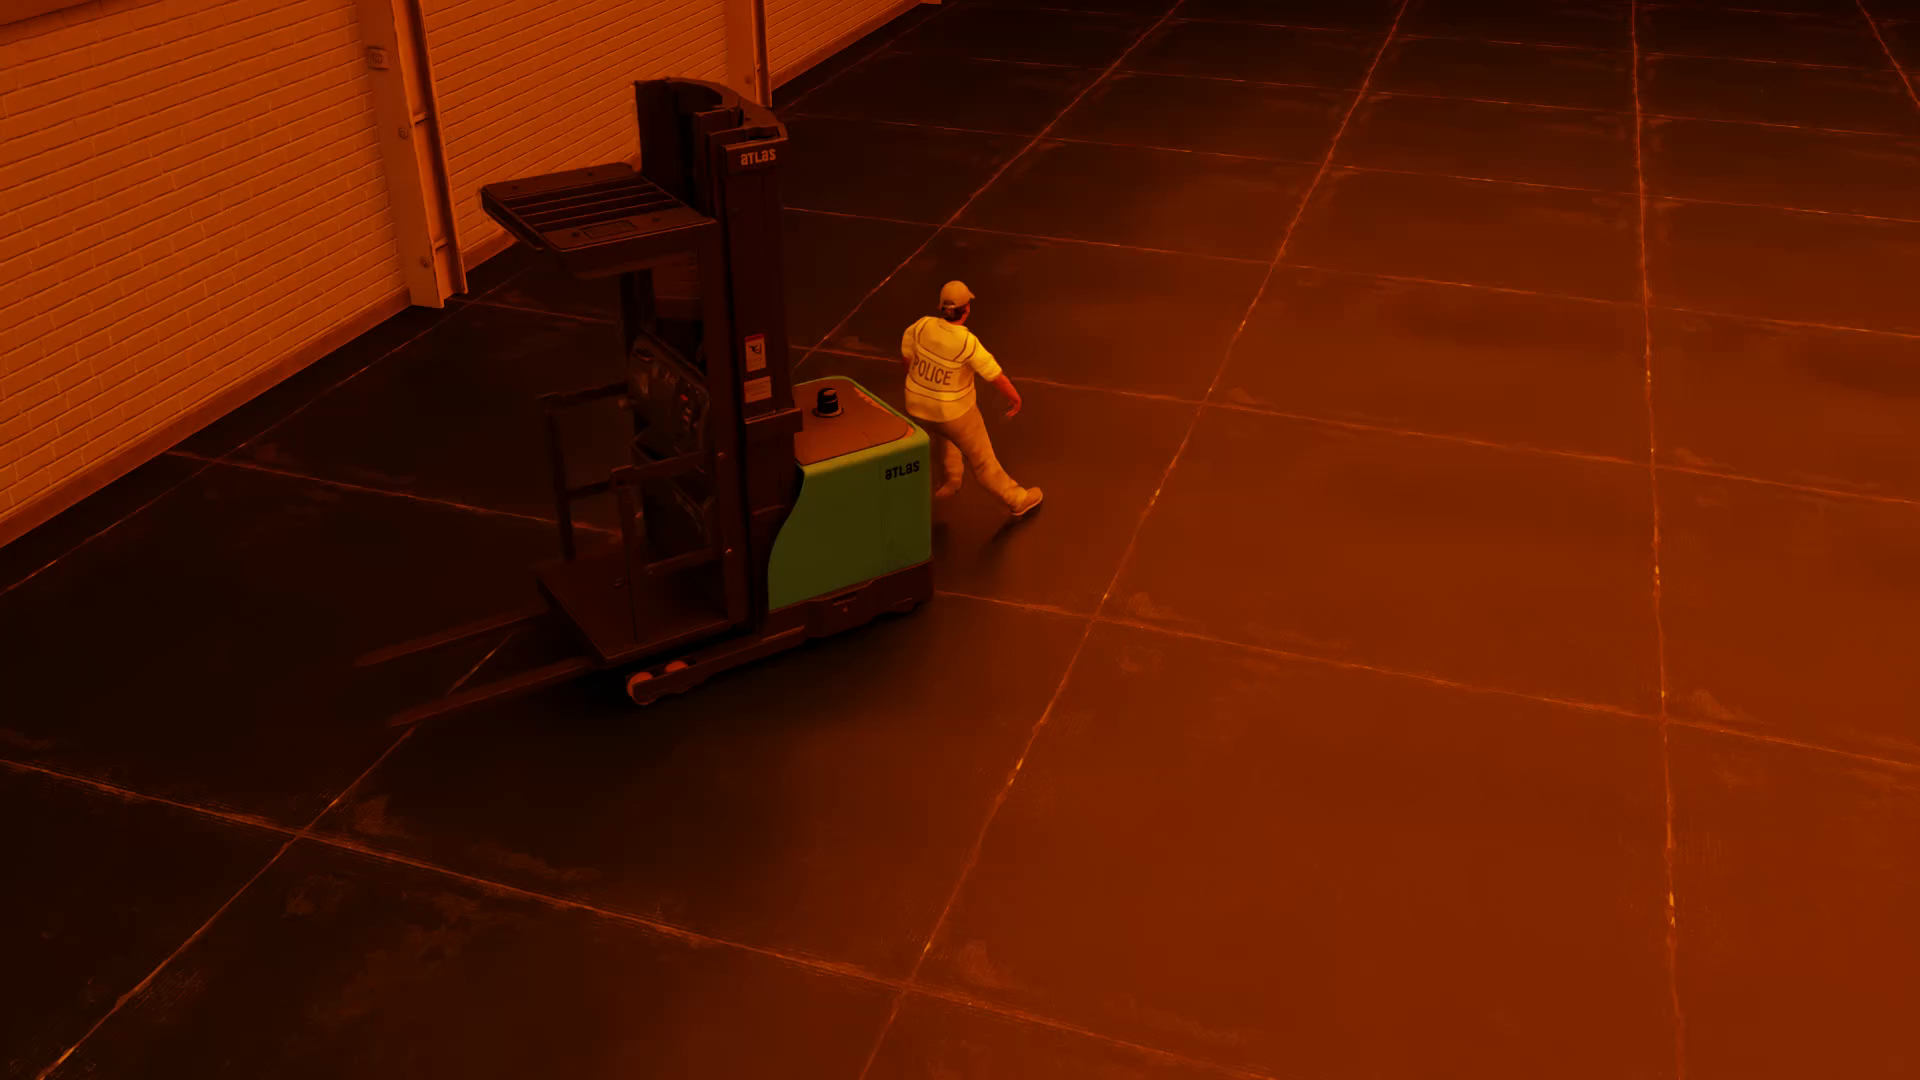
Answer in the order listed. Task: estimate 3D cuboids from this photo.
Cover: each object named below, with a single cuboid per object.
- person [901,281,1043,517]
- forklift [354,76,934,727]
[{"bbox_3d":[0.070,-0.874,10.036,0.709,1.552,0.685,17,34,27],"label":"person"},{"bbox_3d":[-1.664,-0.719,8.398,3.031,2.935,1.130,-18,34,-28],"label":"forklift"}]
